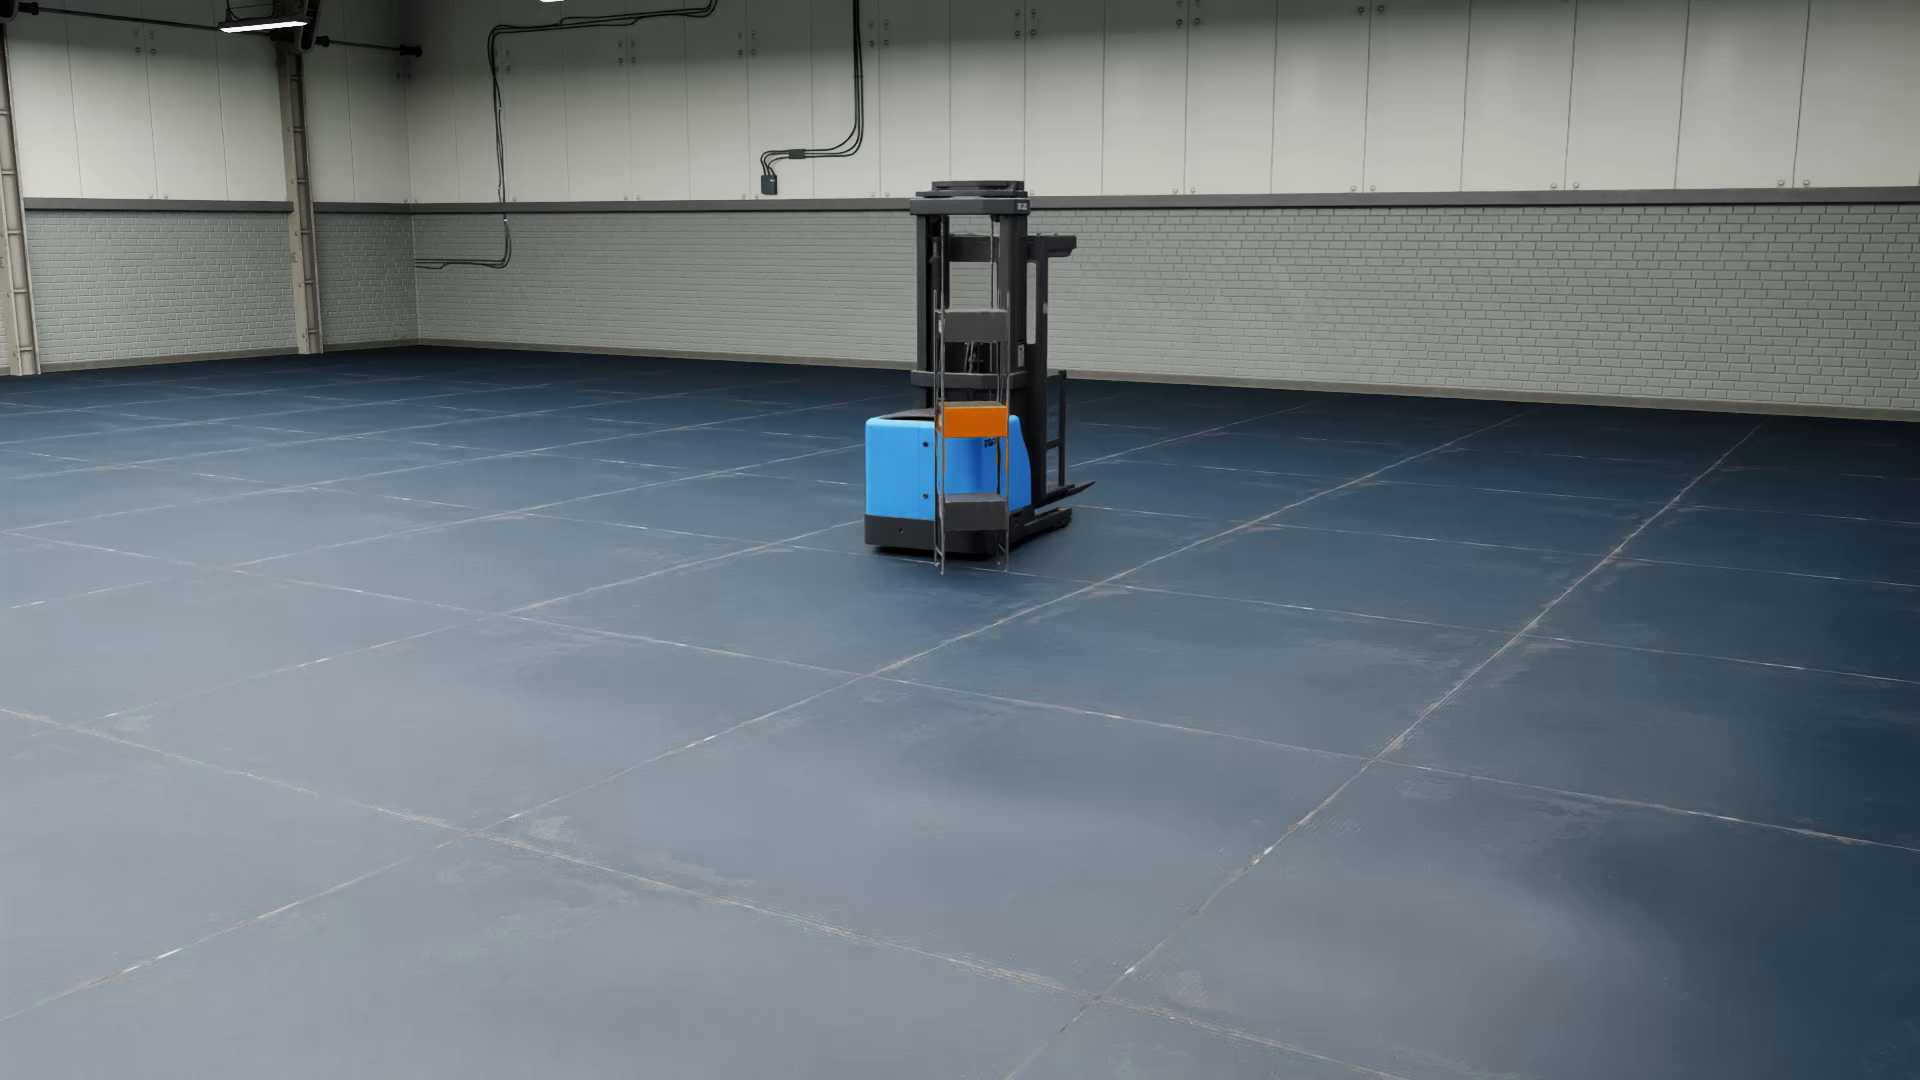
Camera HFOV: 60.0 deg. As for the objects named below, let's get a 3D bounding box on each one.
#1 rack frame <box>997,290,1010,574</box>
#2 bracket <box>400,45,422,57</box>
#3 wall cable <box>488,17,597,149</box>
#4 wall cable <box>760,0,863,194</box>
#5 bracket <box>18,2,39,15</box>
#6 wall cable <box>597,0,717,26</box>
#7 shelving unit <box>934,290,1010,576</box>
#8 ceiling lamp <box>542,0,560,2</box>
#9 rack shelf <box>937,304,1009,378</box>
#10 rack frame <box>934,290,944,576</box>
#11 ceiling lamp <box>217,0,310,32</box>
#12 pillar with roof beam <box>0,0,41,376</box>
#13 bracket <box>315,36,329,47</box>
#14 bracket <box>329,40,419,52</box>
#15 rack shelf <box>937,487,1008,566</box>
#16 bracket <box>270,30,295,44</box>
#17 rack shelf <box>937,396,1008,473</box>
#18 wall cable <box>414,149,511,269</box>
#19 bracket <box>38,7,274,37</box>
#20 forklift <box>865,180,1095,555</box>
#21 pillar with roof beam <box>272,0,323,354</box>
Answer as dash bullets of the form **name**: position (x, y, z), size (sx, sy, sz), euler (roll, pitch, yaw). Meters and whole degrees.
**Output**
- **rack frame**: position (0.325, -0.815, 12.516), size (0.015, 2.100, 0.400), euler (-2, 11, -9)
- **bracket**: position (-11.787, -10.491, 35.668), size (0.235, 0.232, 0.430), euler (6, 12, 31)
- **wall cable**: position (-8.564, -9.352, 34.082), size (3.097, 2.526, 0.112), euler (6, 12, 31)
- **wall cable**: position (-2.771, -9.416, 30.470), size (2.305, 6.003, 0.169), euler (6, 12, 31)
- **bracket**: position (-16.132, -9.174, 28.637), size (0.235, 0.232, 0.430), euler (6, 12, 31)
- **wall cable**: position (-5.919, -11.292, 32.084), size (3.097, 2.526, 0.112), euler (6, 12, 31)
- **shelving unit**: position (0.085, -0.808, 12.477), size (0.503, 2.100, 0.431), euler (-2, 11, -9)
- **ceiling lamp**: position (-5.167, -9.419, 23.863), size (2.000, 3.185, 0.800), euler (6, 12, 31)
- **rack shelf**: position (0.085, -1.482, 12.351), size (0.480, 0.518, 0.431), euler (-2, 11, -9)
- **rack frame**: position (-0.156, -0.800, 12.438), size (0.015, 2.100, 0.400), euler (-2, 11, -9)
- **ceiling lamp**: position (-11.483, -10.125, 27.634), size (2.000, 3.185, 0.800), euler (6, 12, 31)
- **pillar with roof beam**: position (-12.972, -6.962, 26.604), size (9.100, 9.000, 0.548), euler (6, 12, 31)
- **bracket**: position (-13.017, -10.118, 33.677), size (0.235, 0.232, 0.430), euler (6, 12, 31)
- **bracket**: position (-12.093, -10.398, 35.172), size (0.076, 0.066, 3.189), euler (6, 12, 31)
- **rack shelf**: position (0.085, -0.106, 12.608), size (0.480, 0.518, 0.431), euler (-2, 11, -9)
- **bracket**: position (-13.448, -9.987, 32.980), size (0.235, 0.232, 0.430), euler (6, 12, 31)
- **rack shelf**: position (0.085, -0.794, 12.480), size (0.480, 0.518, 0.431), euler (-2, 11, -9)
- **wall cable**: position (-10.876, -7.128, 35.927), size (3.097, 2.526, 0.112), euler (6, 12, 31)
- **bracket**: position (-14.786, -9.582, 30.816), size (0.076, 0.066, 4.783), euler (6, 12, 31)
- **forklift**: position (0.322, -1.551, 14.187), size (1.130, 2.935, 3.031), euler (5, 12, 25)
- **pillar with roof beam**: position (-9.857, -7.906, 31.644), size (9.100, 9.000, 0.548), euler (6, 12, 31)
